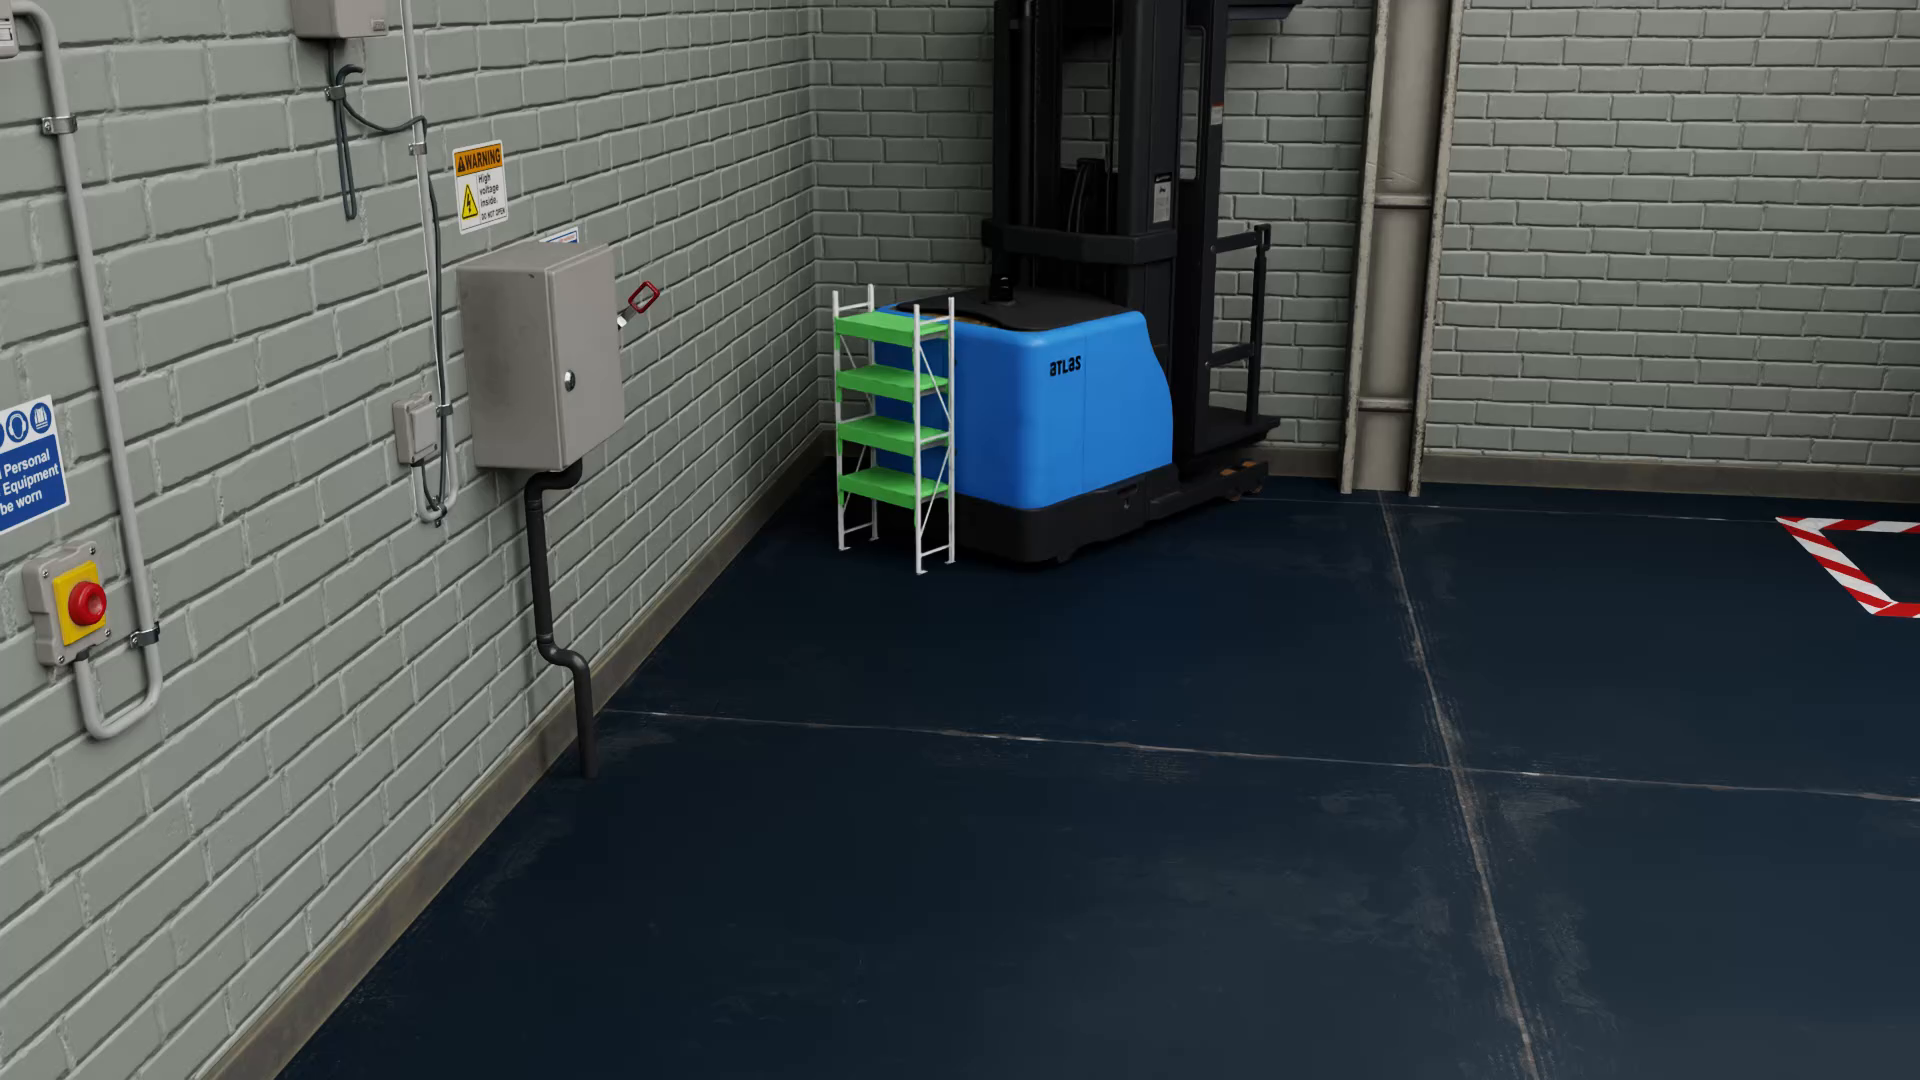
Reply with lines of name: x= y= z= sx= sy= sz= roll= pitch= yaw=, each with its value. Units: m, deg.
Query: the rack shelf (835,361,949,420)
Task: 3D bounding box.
rack shelf: x=-0.292 y=-0.662 z=7.337 sx=0.480 sy=0.148 sz=0.258 roll=16 pitch=24 yaw=39

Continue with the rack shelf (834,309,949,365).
rack shelf: x=-0.292 y=-0.890 z=7.261 sx=0.480 sy=0.148 sz=0.258 roll=16 pitch=24 yaw=39

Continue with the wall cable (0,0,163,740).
wall cable: x=-1.669 y=-0.501 z=2.922 sx=0.123 sy=1.953 sz=0.585 roll=3 pitch=19 yaw=9

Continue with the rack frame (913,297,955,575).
rack frame: x=-0.110 y=-0.444 z=7.238 sx=0.015 sy=1.200 sz=0.240 roll=16 pitch=24 yaw=39

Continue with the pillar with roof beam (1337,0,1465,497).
pillar with roof beam: x=1.484 y=-3.197 z=3.177 sx=0.400 sy=9.000 sz=9.100 roll=3 pitch=19 yaw=9

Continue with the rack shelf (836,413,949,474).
rack shelf: x=-0.292 y=-0.435 z=7.413 sx=0.480 sy=0.148 sz=0.258 roll=16 pitch=24 yaw=39

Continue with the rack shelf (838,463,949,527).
rack shelf: x=-0.292 y=-0.207 z=7.489 sx=0.480 sy=0.148 sz=0.258 roll=16 pitch=24 yaw=39

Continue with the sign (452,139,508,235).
sign: x=-1.405 y=-1.040 z=4.881 sx=0.001 sy=0.242 sz=0.339 roll=3 pitch=19 yaw=9

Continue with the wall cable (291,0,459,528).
wall cable: x=-1.455 y=-0.931 z=4.257 sx=0.122 sy=1.984 sz=0.588 roll=3 pitch=19 yaw=9

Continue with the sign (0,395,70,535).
sign: x=-1.737 y=-0.120 z=3.009 sx=0.001 sy=0.218 sz=0.327 roll=3 pitch=19 yaw=9

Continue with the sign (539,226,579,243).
sign: x=-1.318 y=-0.775 z=5.542 sx=0.001 sy=0.494 sz=0.329 roll=3 pitch=19 yaw=9

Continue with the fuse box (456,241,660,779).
fuse box: x=-1.192 y=-0.044 z=5.237 sx=0.414 sy=1.711 sz=0.539 roll=3 pitch=19 yaw=9

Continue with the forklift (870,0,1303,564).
forklift: x=0.931 y=-1.677 z=8.196 sx=1.130 sy=2.935 sz=3.031 roll=16 pitch=24 yaw=39

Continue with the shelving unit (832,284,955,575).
shelving unit: x=-0.292 y=-0.495 z=7.393 sx=0.503 sy=1.200 sz=0.258 roll=16 pitch=24 yaw=39

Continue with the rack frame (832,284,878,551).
rack frame: x=-0.473 y=-0.547 z=7.548 sx=0.015 sy=1.200 sz=0.240 roll=16 pitch=24 yaw=39
